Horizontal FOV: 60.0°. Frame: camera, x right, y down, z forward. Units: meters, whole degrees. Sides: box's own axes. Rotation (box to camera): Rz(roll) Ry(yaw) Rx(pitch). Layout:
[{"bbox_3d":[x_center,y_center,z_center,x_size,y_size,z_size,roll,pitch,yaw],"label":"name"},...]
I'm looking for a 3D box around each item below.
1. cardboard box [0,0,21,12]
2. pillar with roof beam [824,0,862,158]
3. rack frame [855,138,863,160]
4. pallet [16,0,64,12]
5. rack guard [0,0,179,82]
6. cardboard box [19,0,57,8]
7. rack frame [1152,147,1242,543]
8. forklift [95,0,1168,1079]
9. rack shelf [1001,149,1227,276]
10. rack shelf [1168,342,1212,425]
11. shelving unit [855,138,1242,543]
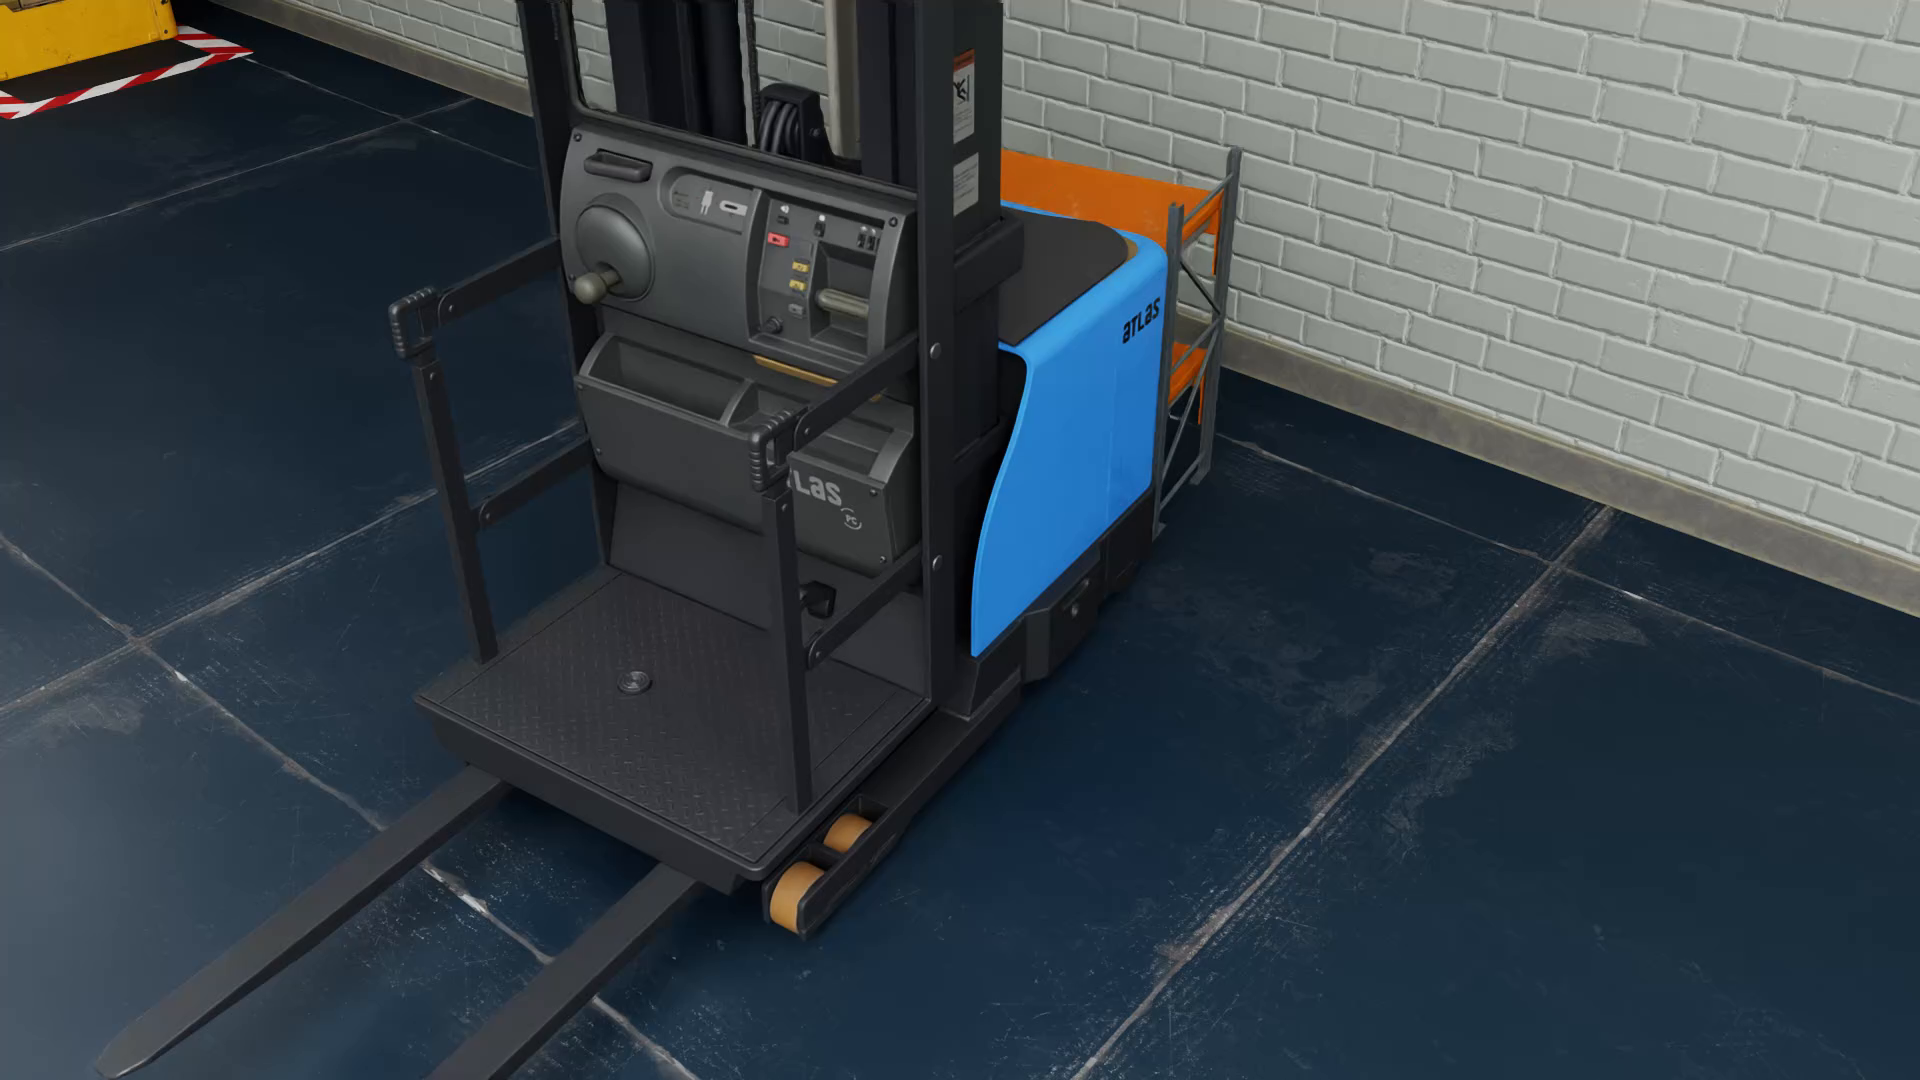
[{"bbox_3d":[-5.485,-2.985,9.004,0.500,0.250,0.500,26,42,32],"label":"cardboard box"},{"bbox_3d":[-3.023,-2.983,1.645,0.400,9.000,9.100,25,42,32],"label":"pillar with roof beam"},{"bbox_3d":[-0.184,-0.856,5.503,0.032,1.125,0.500,17,38,23],"label":"rack frame"},{"bbox_3d":[-5.536,-3.022,9.463,1.213,0.211,1.003,25,42,32],"label":"pallet"},{"bbox_3d":[-4.903,-2.873,8.992,0.348,0.500,1.175,25,42,32],"label":"rack guard"},{"bbox_3d":[-5.174,-3.215,9.340,0.500,0.250,0.500,25,42,32],"label":"cardboard box"},{"bbox_3d":[0.711,-0.582,5.104,0.032,1.125,0.500,17,38,23],"label":"rack frame"},{"bbox_3d":[-0.634,-0.590,3.521,1.130,2.935,3.031,20,39,26],"label":"forklift"},{"bbox_3d":[0.264,-0.961,5.138,1.000,0.278,0.538,17,38,23],"label":"rack shelf"},{"bbox_3d":[0.264,-0.518,5.442,1.000,0.278,0.538,17,38,23],"label":"rack shelf"},{"bbox_3d":[0.264,-0.719,5.304,1.048,1.125,0.538,17,38,23],"label":"shelving unit"}]
